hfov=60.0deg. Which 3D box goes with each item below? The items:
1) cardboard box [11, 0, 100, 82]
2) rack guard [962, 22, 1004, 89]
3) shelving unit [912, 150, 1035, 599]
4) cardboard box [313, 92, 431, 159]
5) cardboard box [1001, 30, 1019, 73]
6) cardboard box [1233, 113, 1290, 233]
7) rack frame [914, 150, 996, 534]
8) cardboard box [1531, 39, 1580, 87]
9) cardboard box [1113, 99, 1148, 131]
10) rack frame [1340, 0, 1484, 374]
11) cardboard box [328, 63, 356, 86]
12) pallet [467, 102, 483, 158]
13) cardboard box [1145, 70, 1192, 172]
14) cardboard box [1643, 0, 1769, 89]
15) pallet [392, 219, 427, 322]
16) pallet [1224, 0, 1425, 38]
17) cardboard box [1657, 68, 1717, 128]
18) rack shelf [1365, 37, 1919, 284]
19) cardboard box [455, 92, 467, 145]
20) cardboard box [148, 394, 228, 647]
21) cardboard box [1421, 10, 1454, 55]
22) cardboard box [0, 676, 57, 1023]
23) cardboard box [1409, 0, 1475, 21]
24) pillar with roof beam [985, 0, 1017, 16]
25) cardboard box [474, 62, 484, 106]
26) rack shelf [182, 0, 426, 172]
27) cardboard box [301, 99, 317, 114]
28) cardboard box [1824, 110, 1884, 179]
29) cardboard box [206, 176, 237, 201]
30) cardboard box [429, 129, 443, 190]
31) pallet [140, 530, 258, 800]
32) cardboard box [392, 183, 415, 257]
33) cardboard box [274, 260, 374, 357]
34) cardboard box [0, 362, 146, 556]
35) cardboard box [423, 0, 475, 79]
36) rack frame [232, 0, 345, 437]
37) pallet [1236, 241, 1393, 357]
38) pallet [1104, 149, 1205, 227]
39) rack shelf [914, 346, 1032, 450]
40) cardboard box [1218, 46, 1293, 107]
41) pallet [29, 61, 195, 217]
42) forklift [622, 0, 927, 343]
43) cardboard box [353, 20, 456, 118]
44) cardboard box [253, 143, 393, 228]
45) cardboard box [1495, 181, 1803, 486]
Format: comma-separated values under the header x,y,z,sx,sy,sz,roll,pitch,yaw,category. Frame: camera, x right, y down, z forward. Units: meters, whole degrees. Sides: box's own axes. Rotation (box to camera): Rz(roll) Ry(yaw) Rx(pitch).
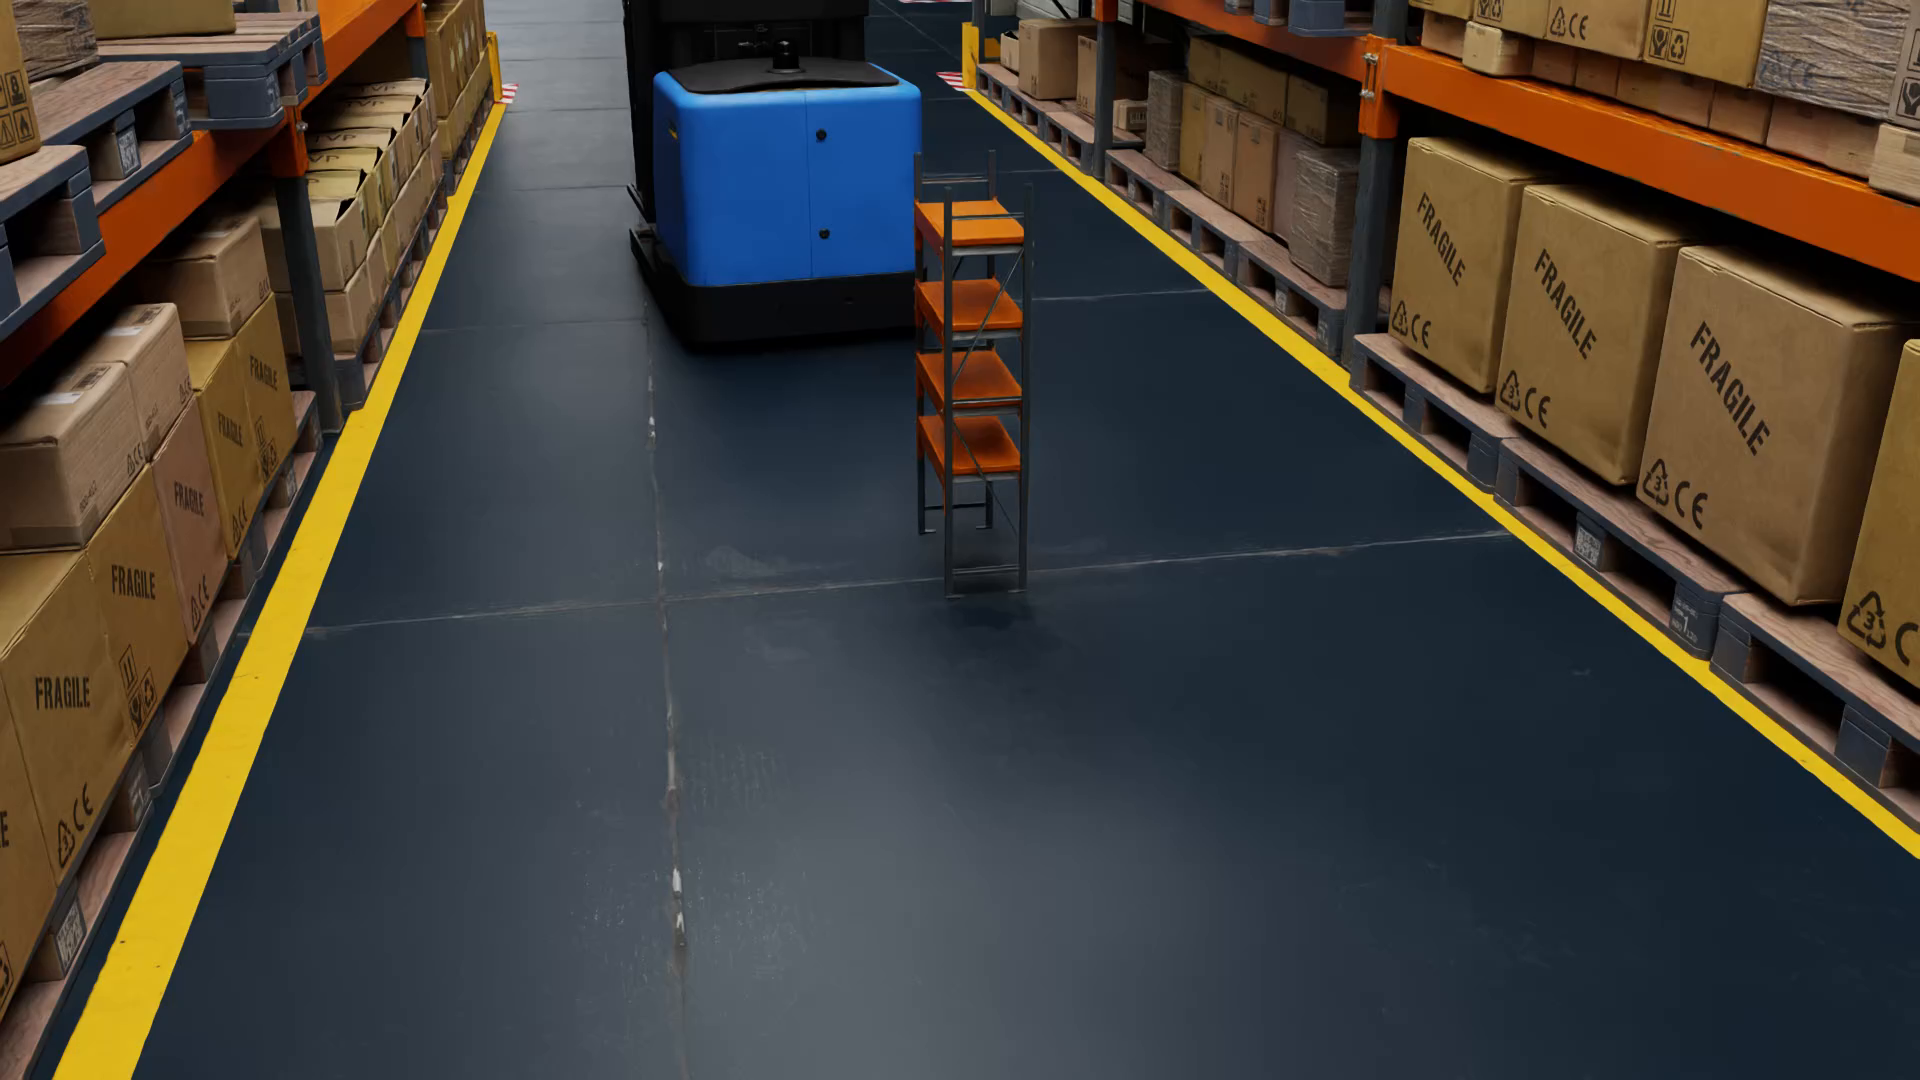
x,y,z,sx,sy,sz,roll,pitch,yaw,category
-2.578,-1.369,3.987,0.700,0.500,0.500,0,24,0,cardboard box
0.616,-4.083,13.975,1.175,0.500,0.348,-4,24,-10,rack guard
0.031,-0.485,4.861,0.258,1.200,0.503,-4,24,-10,shelving unit
-3.067,-2.165,8.668,0.500,0.311,0.500,-4,24,-8,cardboard box
0.641,-3.950,13.355,0.500,0.311,0.500,-7,25,-16,cardboard box
1.796,-1.852,8.317,0.700,0.500,0.500,-4,24,-10,cardboard box
-0.015,-0.581,5.081,0.240,1.200,0.015,-4,24,-10,rack frame
2.086,-1.559,5.361,0.380,0.149,0.250,-5,24,-10,cardboard box
1.213,-2.797,10.897,0.380,0.166,0.250,-8,25,-17,cardboard box
2.081,-2.112,6.338,1.000,3.000,0.127,-4,24,-10,rack frame
-3.908,-2.957,10.247,0.500,0.500,0.500,-4,24,-10,cardboard box
-3.861,-2.836,11.480,1.003,0.211,1.213,-4,24,-10,pallet
1.494,-2.453,9.693,0.700,0.500,0.500,-3,24,-8,cardboard box
2.202,-1.487,4.386,0.500,0.500,0.500,-4,24,-8,cardboard box
-3.123,-1.272,7.898,1.003,0.211,1.213,-4,24,-10,pallet
1.844,-2.297,7.001,1.213,0.211,1.003,-4,24,-10,pallet
2.208,-1.257,4.669,0.380,0.149,0.250,-4,24,-9,cardboard box
2.451,-0.996,4.681,1.077,0.370,4.000,-4,24,-10,rack shelf
-3.402,-2.652,10.485,0.500,0.250,0.500,-4,24,-10,cardboard box
-2.185,-0.040,4.168,0.500,0.500,0.500,-5,24,-12,cardboard box
1.914,-1.860,6.049,0.380,0.149,0.250,-5,24,-11,cardboard box
-1.897,0.565,2.782,0.500,0.500,0.500,-5,24,-12,cardboard box
1.919,-2.093,5.774,0.500,0.500,0.500,-4,24,-8,cardboard box
-3.759,-9.838,16.533,9.100,9.000,0.400,-4,24,-10,pillar with roof beam
-3.678,-3.242,11.836,0.500,0.250,0.500,-4,24,-10,cardboard box
-3.157,-2.201,7.441,1.077,0.370,4.000,-4,24,-10,rack shelf
-3.607,-2.129,8.586,0.500,0.311,0.500,-5,24,-10,cardboard box
2.320,-0.948,3.962,0.380,0.149,0.250,-4,24,-10,cardboard box
-3.228,-1.325,6.747,0.500,0.311,0.500,-5,24,-11,cardboard box
-3.165,-2.108,9.240,0.500,0.250,0.500,-5,24,-10,cardboard box
-2.464,0.309,4.279,1.003,0.211,1.213,-4,24,-10,pallet
-2.885,-1.508,7.865,0.500,0.250,0.500,-4,24,-9,cardboard box
-2.595,-0.904,6.483,0.500,0.250,0.500,-4,24,-10,cardboard box
-2.082,-0.172,3.533,0.500,0.250,0.500,-4,24,-10,cardboard box
-3.584,-3.389,11.235,0.500,0.500,0.500,-4,24,-10,cardboard box
-2.787,-1.744,5.496,1.000,3.000,0.127,-4,24,-10,rack frame
1.938,-1.142,7.601,1.003,0.211,1.213,-4,24,-10,pallet
1.487,-2.102,9.798,1.003,0.211,1.213,-4,24,-10,pallet
0.031,-0.423,4.888,0.258,0.148,0.480,-4,24,-10,rack shelf
1.678,-2.420,8.679,0.500,0.250,0.500,-5,24,-11,cardboard box
-2.423,-0.892,3.783,1.003,0.211,1.213,-4,24,-10,pallet
-1.059,-2.733,7.846,1.130,2.935,3.031,-7,25,-16,forklift
-3.304,-2.799,9.885,0.500,0.500,0.500,-4,24,-10,cardboard box
-2.792,-1.568,7.302,0.500,0.311,0.500,-5,24,-11,cardboard box
2.244,-0.676,5.210,0.750,0.750,0.750,-4,24,-10,cardboard box
